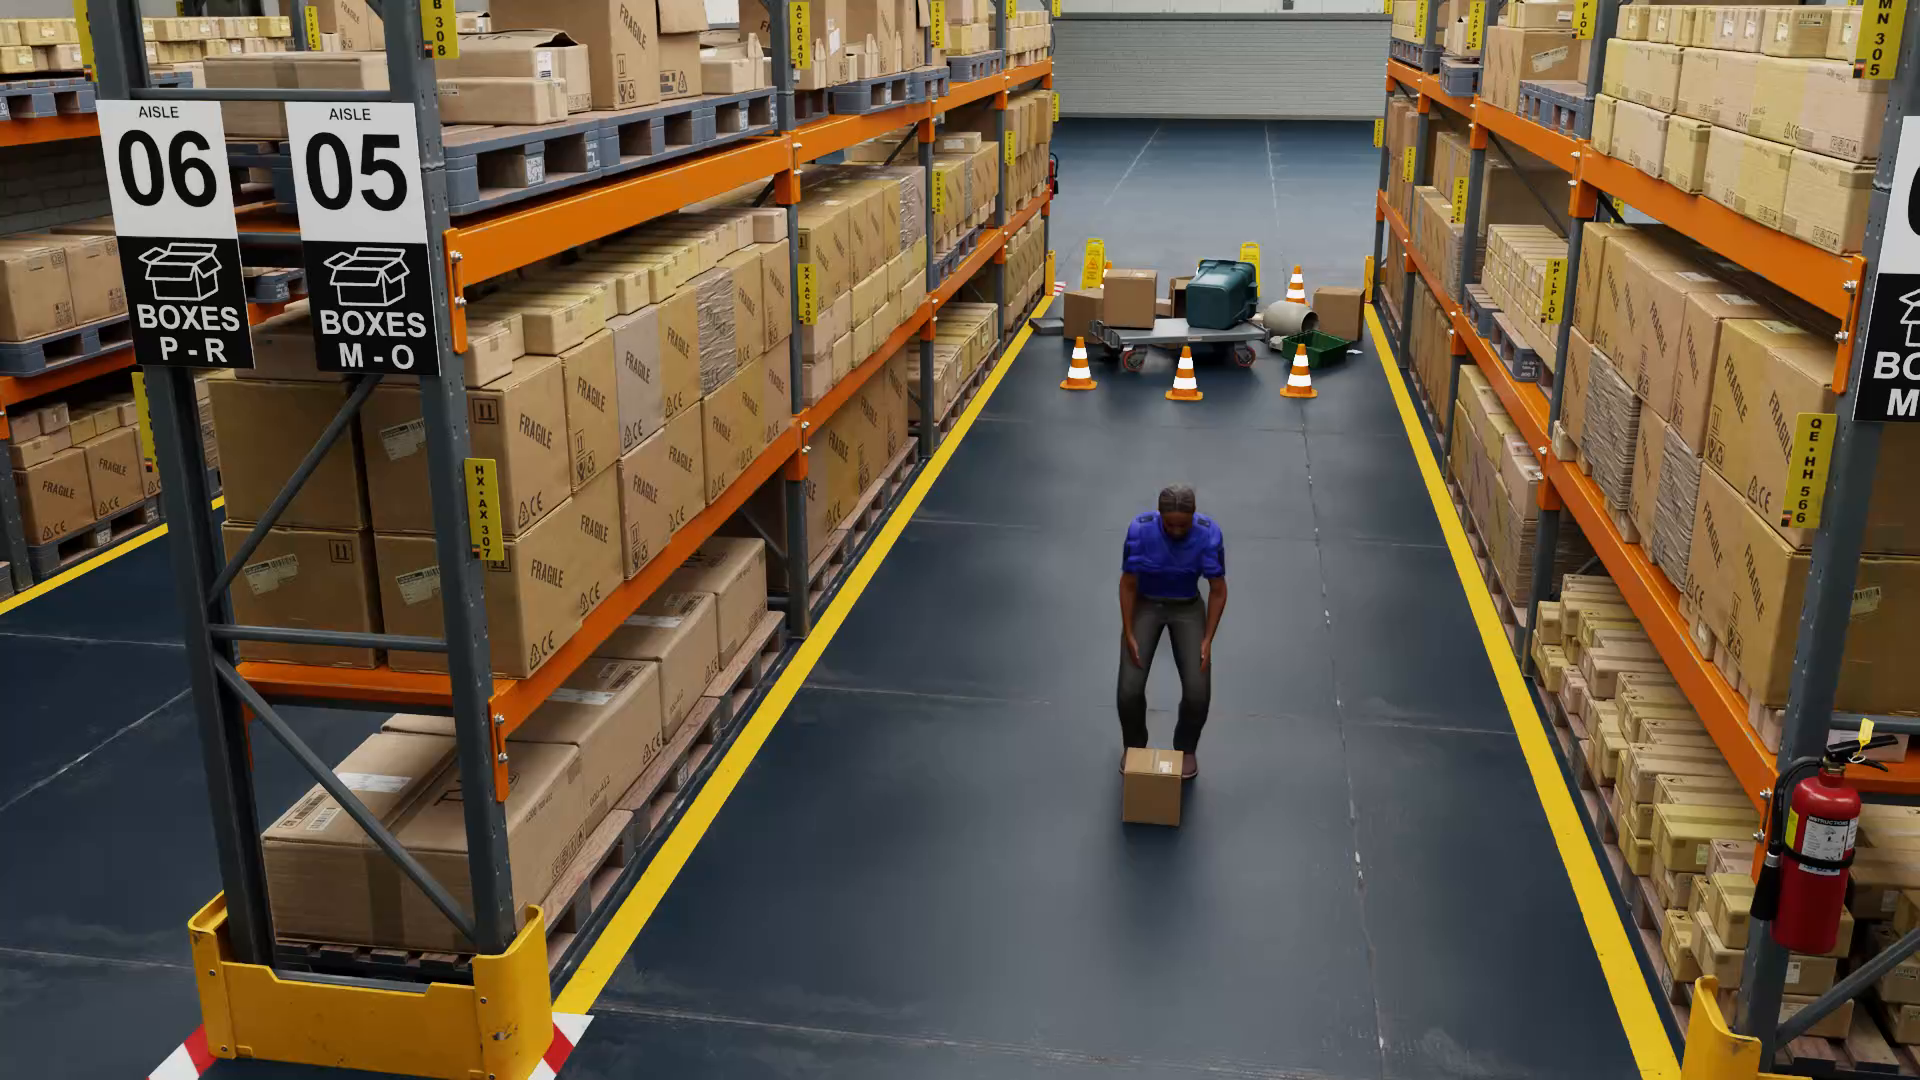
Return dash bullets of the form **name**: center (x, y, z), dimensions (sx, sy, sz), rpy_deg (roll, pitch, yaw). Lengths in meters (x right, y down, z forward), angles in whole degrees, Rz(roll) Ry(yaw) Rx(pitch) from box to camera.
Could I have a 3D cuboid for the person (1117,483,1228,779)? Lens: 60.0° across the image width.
- **person**: center (0.979, 0.396, 7.679), dimensions (0.490, 1.465, 0.555), rpy_deg (3, 18, 9)
